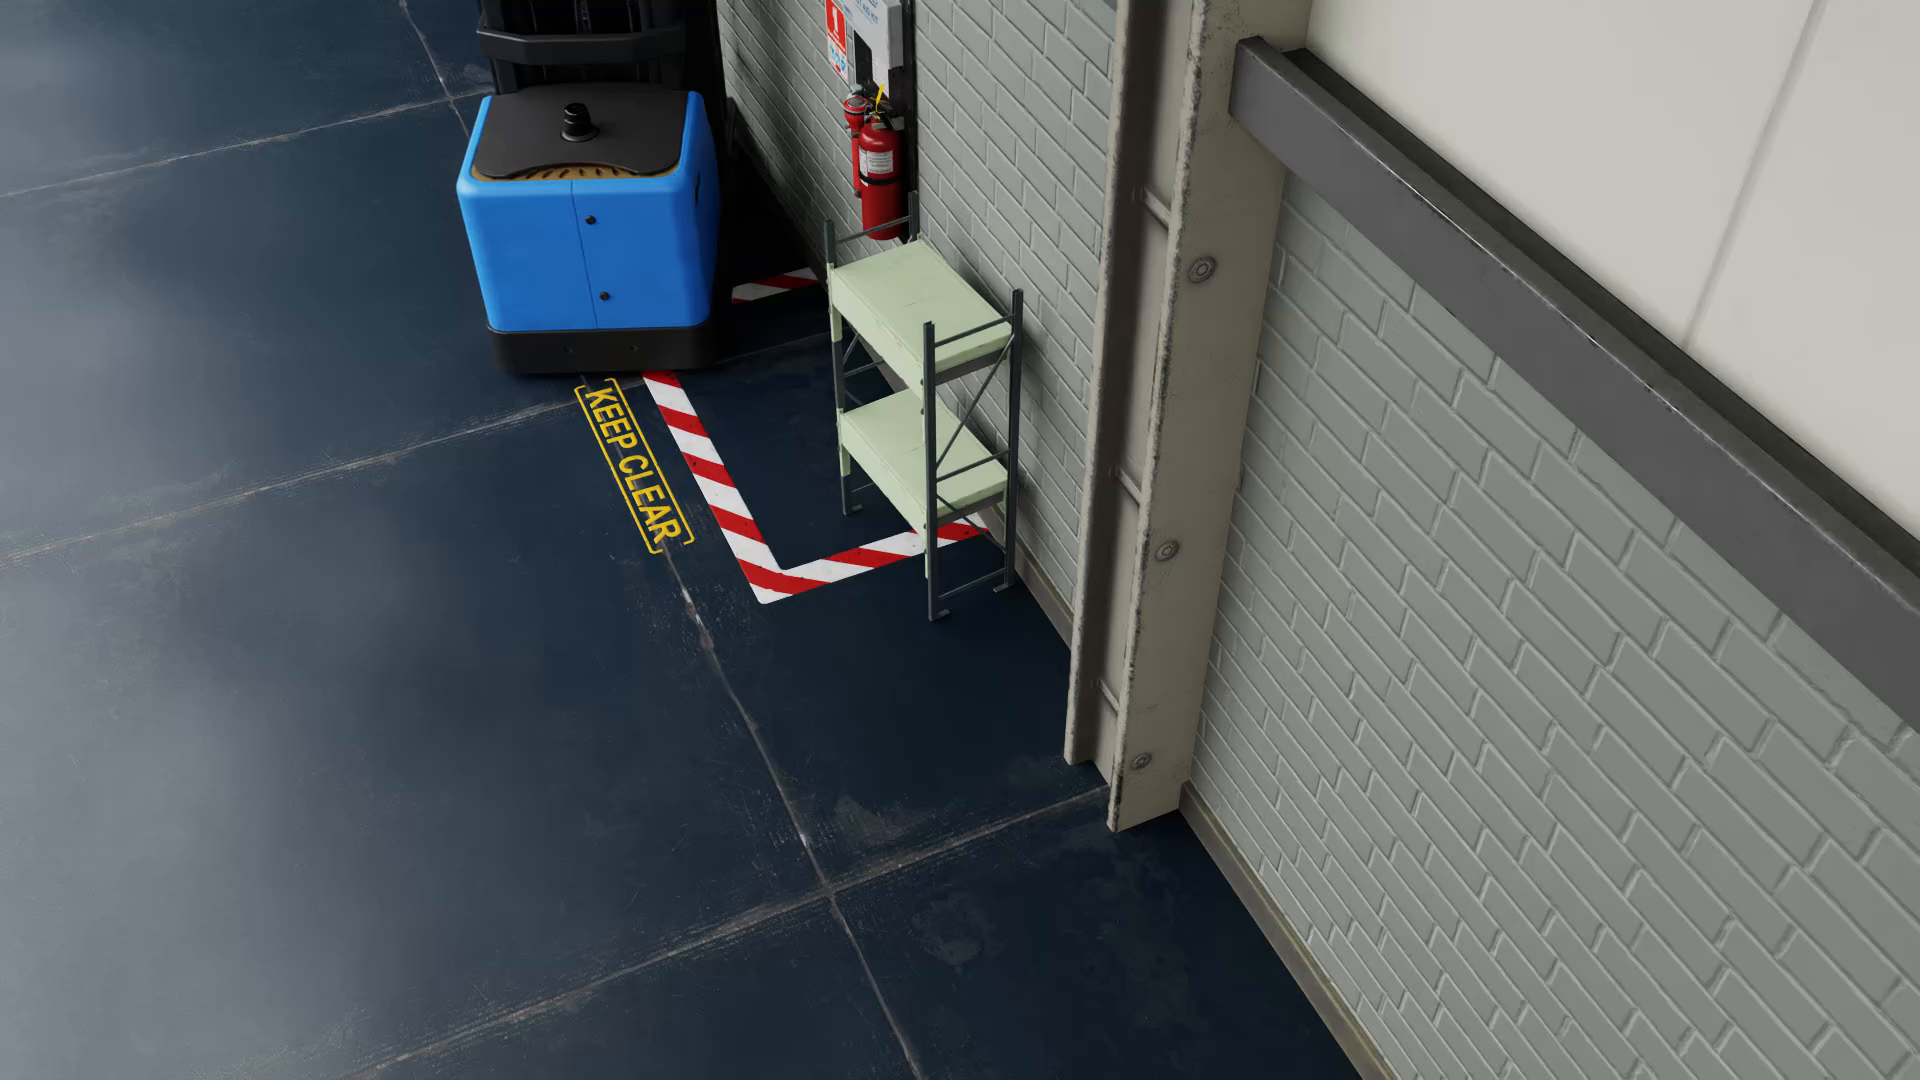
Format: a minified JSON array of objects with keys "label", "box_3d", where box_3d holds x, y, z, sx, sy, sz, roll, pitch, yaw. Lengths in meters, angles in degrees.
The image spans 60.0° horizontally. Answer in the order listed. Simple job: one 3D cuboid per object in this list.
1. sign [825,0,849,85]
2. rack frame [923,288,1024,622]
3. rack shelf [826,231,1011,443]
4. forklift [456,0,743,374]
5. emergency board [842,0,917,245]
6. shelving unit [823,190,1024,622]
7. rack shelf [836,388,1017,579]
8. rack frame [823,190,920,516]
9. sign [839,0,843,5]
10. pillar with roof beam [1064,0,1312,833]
[{"label":"sign","box_3d":[-0.530,-2.155,7.142,0.001,0.329,0.234,-18,47,-17]},{"label":"rack frame","box_3d":[0.049,-0.280,6.334,0.400,1.500,0.023,-23,49,-22]},{"label":"rack shelf","box_3d":[-0.142,-0.777,6.283,0.431,0.370,0.720,-23,49,-22]},{"label":"forklift","box_3d":[-1.738,-2.846,7.916,1.130,2.935,3.031,-2,45,-2]},{"label":"emergency board","box_3d":[-0.391,-1.760,6.767,0.194,1.169,0.643,-18,47,-17]},{"label":"shelving unit","box_3d":[-0.142,-0.499,6.557,0.431,1.500,0.755,-23,49,-22]},{"label":"rack shelf","box_3d":[-0.142,-0.267,6.786,0.431,0.370,0.720,-23,49,-22]},{"label":"rack frame","box_3d":[-0.332,-0.719,6.779,0.400,1.500,0.023,-23,49,-22]},{"label":"sign","box_3d":[-0.536,-2.338,6.950,0.001,0.109,0.331,-18,47,-17]},{"label":"pillar with roof beam","box_3d":[-3.293,-1.038,1.764,9.100,9.000,0.400,-18,47,-17]}]
